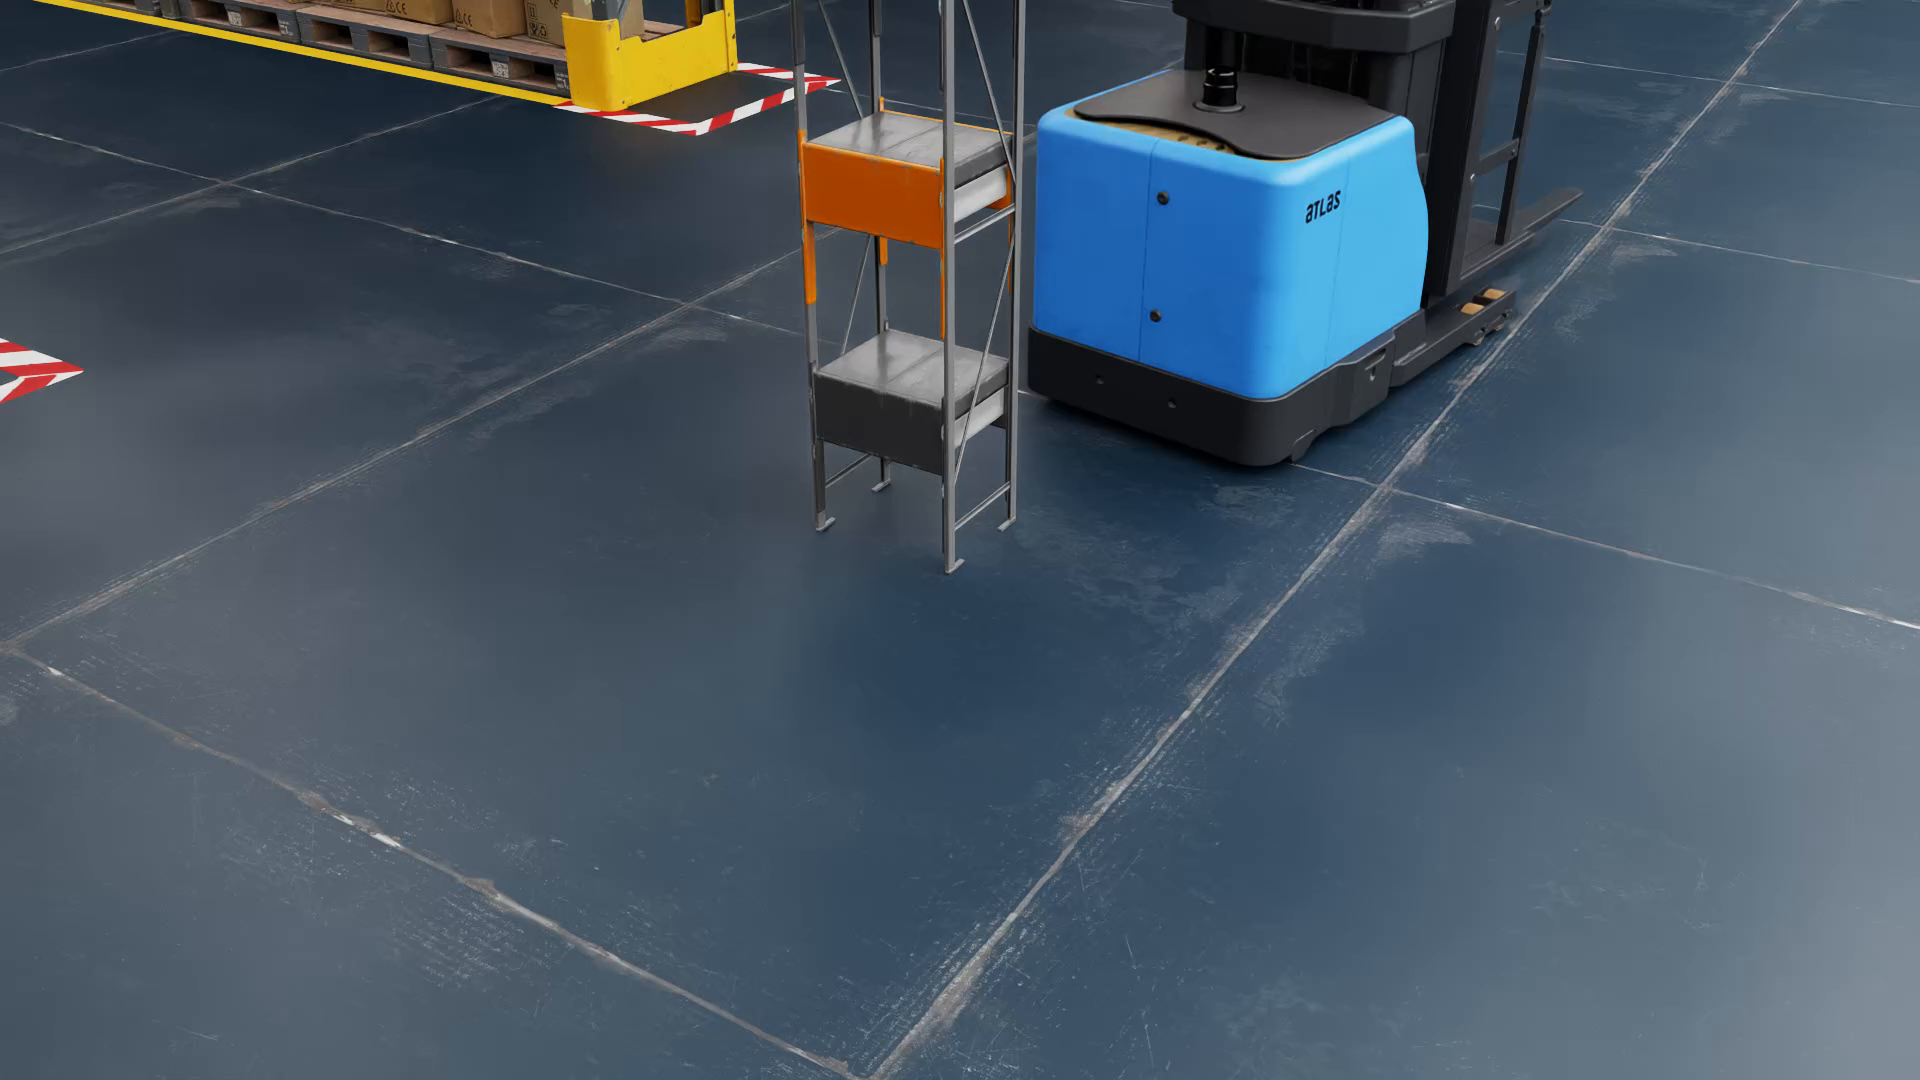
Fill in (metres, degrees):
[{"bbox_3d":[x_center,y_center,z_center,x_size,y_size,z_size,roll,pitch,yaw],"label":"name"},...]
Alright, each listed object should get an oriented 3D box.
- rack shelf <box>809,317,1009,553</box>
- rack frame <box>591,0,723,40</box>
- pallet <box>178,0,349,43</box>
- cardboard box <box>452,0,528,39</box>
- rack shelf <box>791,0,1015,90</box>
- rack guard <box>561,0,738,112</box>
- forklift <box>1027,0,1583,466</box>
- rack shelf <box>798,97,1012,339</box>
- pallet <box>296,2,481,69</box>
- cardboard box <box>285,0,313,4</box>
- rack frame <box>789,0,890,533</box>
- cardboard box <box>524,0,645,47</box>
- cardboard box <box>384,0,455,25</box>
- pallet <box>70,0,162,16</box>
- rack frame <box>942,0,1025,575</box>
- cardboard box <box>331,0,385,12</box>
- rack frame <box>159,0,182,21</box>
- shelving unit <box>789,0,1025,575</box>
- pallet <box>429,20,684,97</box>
[{"bbox_3d":[-0.140,-0.335,5.157,0.480,0.518,0.431,18,35,27],"label":"rack shelf"},{"bbox_3d":[-1.732,-3.977,9.091,0.127,3.000,1.000,18,35,27],"label":"rack frame"},{"bbox_3d":[-4.532,-3.680,11.348,1.213,0.211,1.003,18,35,27],"label":"pallet"},{"bbox_3d":[-2.776,-3.399,10.163,0.500,0.500,0.500,-25,38,-36],"label":"cardboard box"},{"bbox_3d":[-0.140,-1.544,4.451,0.480,0.518,0.431,18,35,27],"label":"rack shelf"},{"bbox_3d":[-1.796,-2.918,9.756,0.348,0.500,1.175,18,35,27],"label":"rack guard"},{"bbox_3d":[1.582,-2.179,6.077,1.130,2.935,3.031,23,37,34],"label":"forklift"},{"bbox_3d":[-0.140,-0.940,4.804,0.480,0.518,0.431,18,35,27],"label":"rack shelf"},{"bbox_3d":[-3.495,-3.353,10.788,1.213,0.211,1.003,18,35,27],"label":"pallet"},{"bbox_3d":[-4.313,-3.876,10.981,0.500,0.500,0.500,-23,37,-33],"label":"cardboard box"},{"bbox_3d":[-0.347,-1.017,4.909,0.015,2.100,0.400,18,35,27],"label":"rack frame"},{"bbox_3d":[-2.252,-3.254,9.914,0.500,0.500,0.500,25,39,36],"label":"cardboard box"},{"bbox_3d":[-3.296,-3.575,10.465,0.500,0.500,0.500,21,36,32],"label":"cardboard box"},{"bbox_3d":[-5.780,-4.052,11.987,1.213,0.211,1.003,18,35,27],"label":"pallet"},{"bbox_3d":[0.066,-0.886,4.685,0.015,2.100,0.400,18,35,27],"label":"rack frame"},{"bbox_3d":[-3.745,-3.743,10.754,0.500,0.500,0.500,14,33,23],"label":"cardboard box"},{"bbox_3d":[-5.120,-5.049,10.928,0.127,3.000,1.000,18,35,27],"label":"rack frame"},{"bbox_3d":[-0.140,-0.951,4.797,0.503,2.100,0.431,18,35,27],"label":"shelving unit"},{"bbox_3d":[-2.465,-3.026,10.227,1.213,0.211,1.003,18,35,27],"label":"pallet"}]
